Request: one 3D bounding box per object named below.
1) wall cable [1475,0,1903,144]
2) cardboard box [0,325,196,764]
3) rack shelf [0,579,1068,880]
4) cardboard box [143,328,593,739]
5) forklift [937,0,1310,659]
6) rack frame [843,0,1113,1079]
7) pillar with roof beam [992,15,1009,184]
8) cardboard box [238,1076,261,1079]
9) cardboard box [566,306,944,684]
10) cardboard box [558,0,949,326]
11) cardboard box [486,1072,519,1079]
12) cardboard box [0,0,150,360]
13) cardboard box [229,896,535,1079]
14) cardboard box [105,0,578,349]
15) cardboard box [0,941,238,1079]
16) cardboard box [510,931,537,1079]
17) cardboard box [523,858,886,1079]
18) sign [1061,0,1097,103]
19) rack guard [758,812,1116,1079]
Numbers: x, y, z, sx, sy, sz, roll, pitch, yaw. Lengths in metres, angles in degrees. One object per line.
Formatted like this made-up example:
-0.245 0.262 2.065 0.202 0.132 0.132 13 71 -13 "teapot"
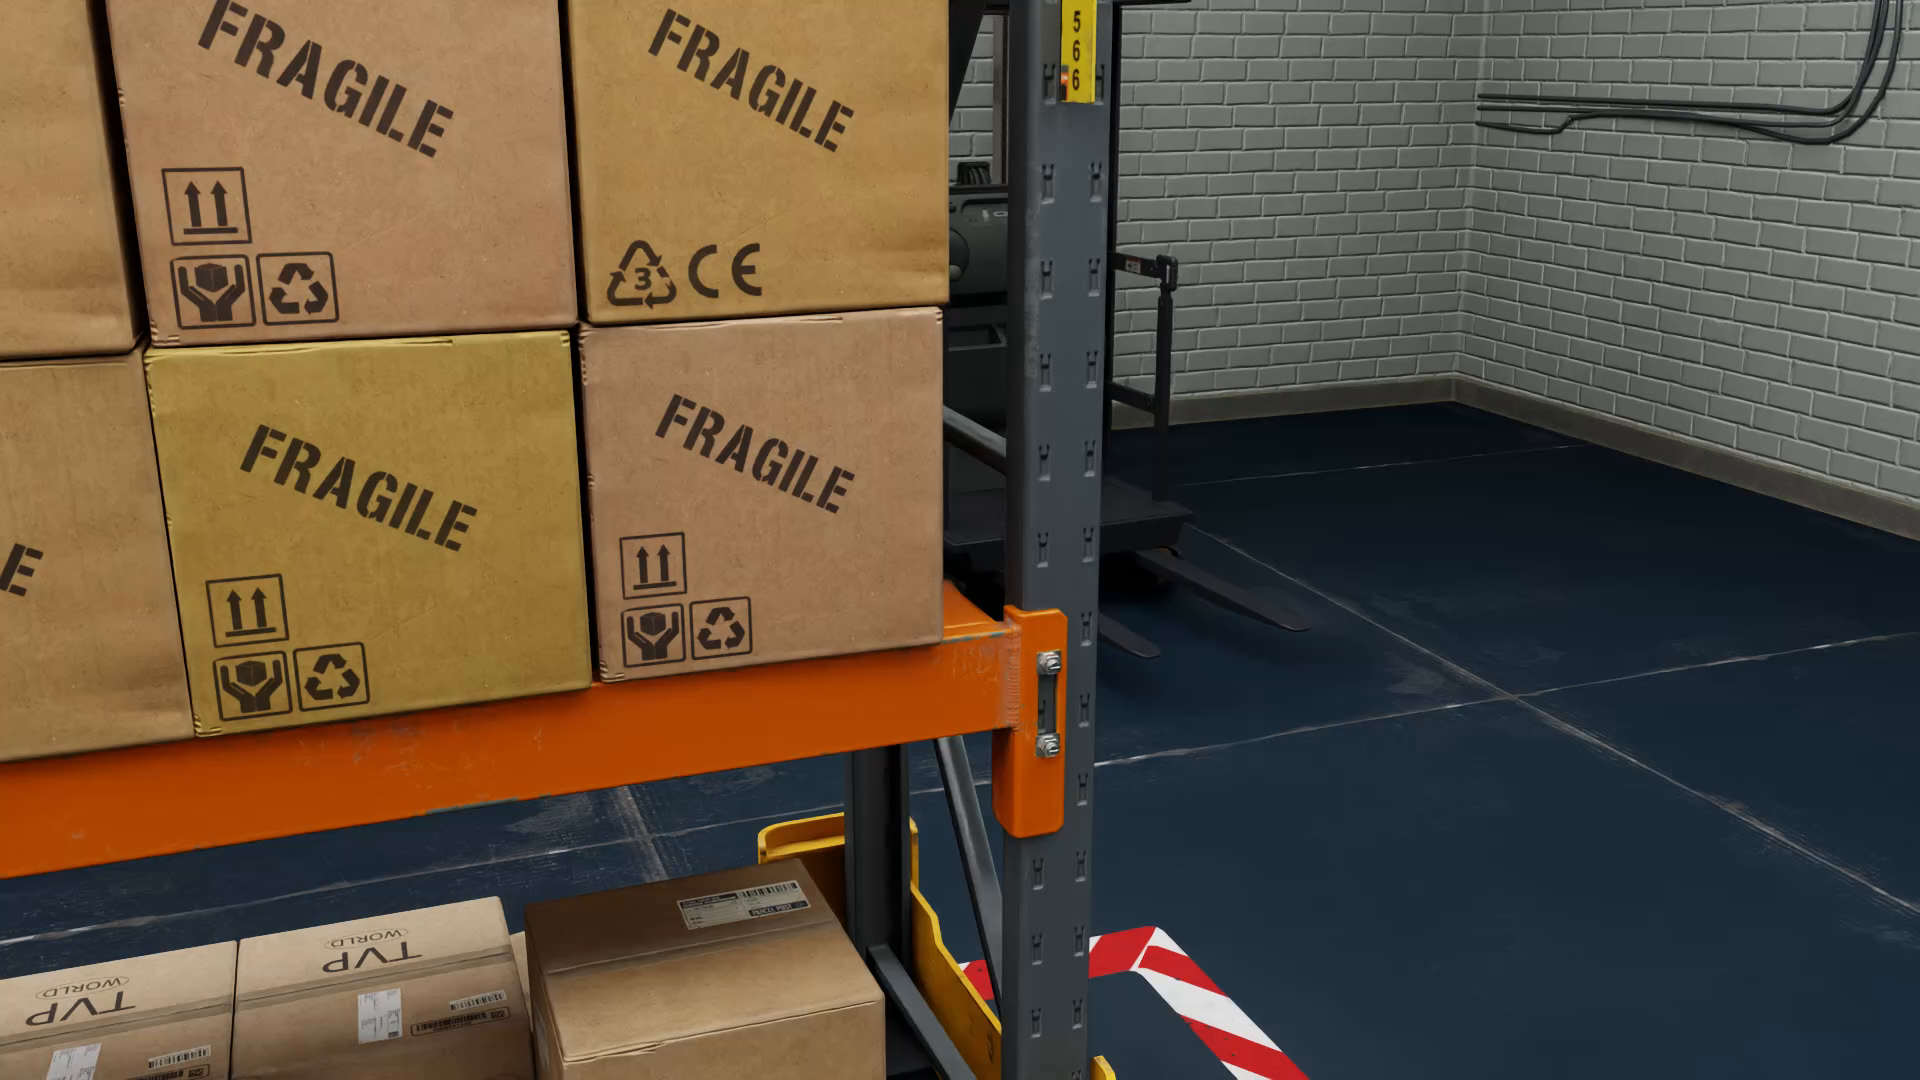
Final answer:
3.614 -3.364 8.593 0.112 2.526 3.097 -6 17 -20 "wall cable"
-1.291 -0.025 2.183 0.500 0.500 0.500 -6 17 -20 "cardboard box"
-1.887 0.351 2.357 4.000 0.370 1.077 -6 17 -20 "rack shelf"
-0.823 -0.074 2.350 0.500 0.500 0.500 -6 17 -20 "cardboard box"
0.260 -1.230 6.584 1.130 2.935 3.031 -8 18 -25 "forklift"
-0.019 -0.196 2.943 0.127 3.000 1.000 -6 17 -20 "rack frame"
1.957 -3.745 4.379 0.400 9.000 9.100 -6 17 -20 "pillar with roof beam"
-1.337 1.120 2.561 0.500 0.250 0.500 -6 17 -20 "cardboard box"
-0.340 -0.127 2.531 0.500 0.500 0.500 -6 17 -18 "cardboard box"
-0.337 -0.607 2.388 0.500 0.500 0.500 -6 18 -21 "cardboard box"
-0.849 1.089 2.814 0.250 0.166 0.380 -6 17 -20 "cardboard box"
-1.291 -0.502 2.032 0.500 0.500 0.500 -6 17 -19 "cardboard box"
-1.096 0.943 3.164 0.500 0.250 0.500 -6 17 -20 "cardboard box"
-0.808 -0.556 2.214 0.500 0.500 0.500 -6 17 -19 "cardboard box"
-1.562 0.993 2.992 0.500 0.250 0.500 -6 17 -20 "cardboard box"
-0.767 0.929 3.358 0.250 0.166 0.380 -6 17 -20 "cardboard box"
-0.439 0.912 2.825 0.500 0.500 0.500 -6 17 -20 "cardboard box"
0.160 -0.755 2.231 0.005 0.325 0.100 -6 17 -20 "sign"
-0.090 1.011 3.269 0.348 0.500 1.175 -6 17 -20 "rack guard"
